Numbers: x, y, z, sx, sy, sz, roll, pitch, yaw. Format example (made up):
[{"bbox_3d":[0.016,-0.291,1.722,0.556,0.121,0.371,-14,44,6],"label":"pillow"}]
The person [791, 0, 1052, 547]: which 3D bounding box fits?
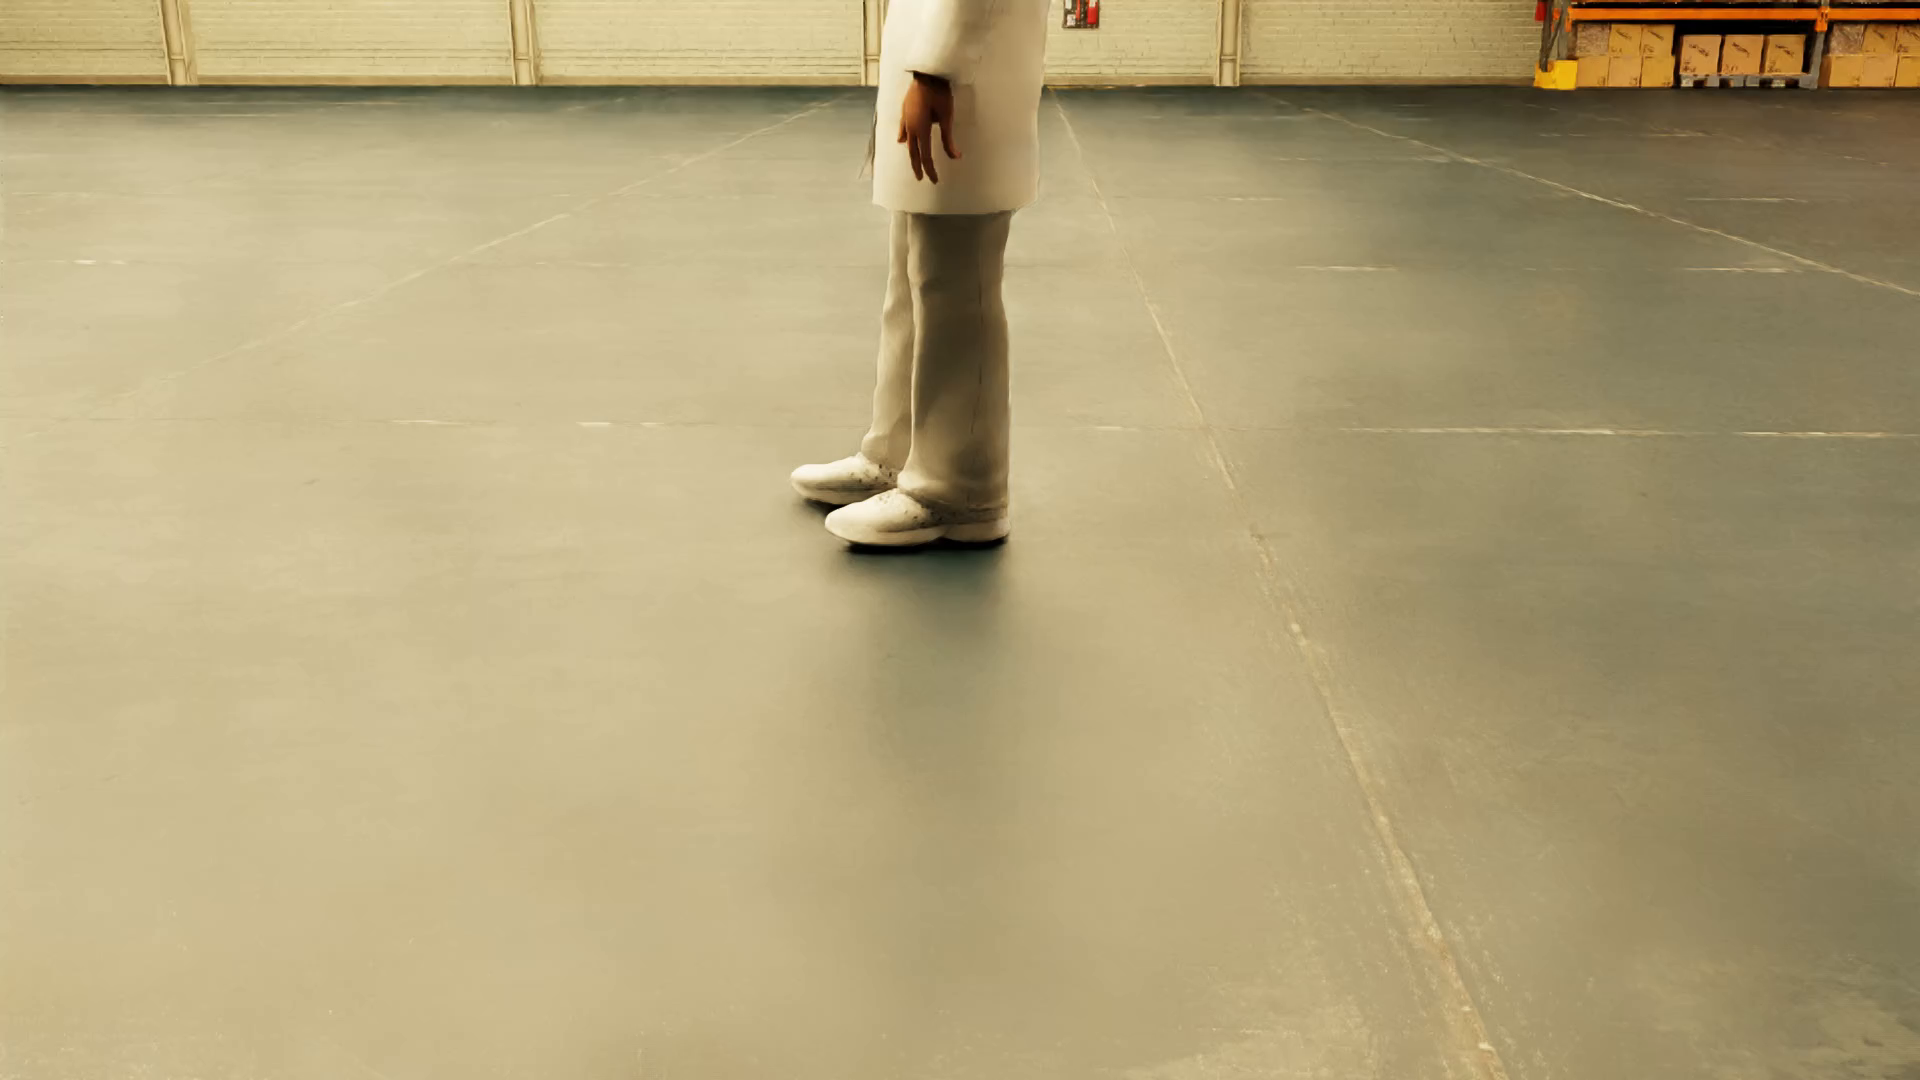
[{"bbox_3d":[-0.091,-0.858,3.113,0.579,1.776,0.694,1,17,2],"label":"person"}]
